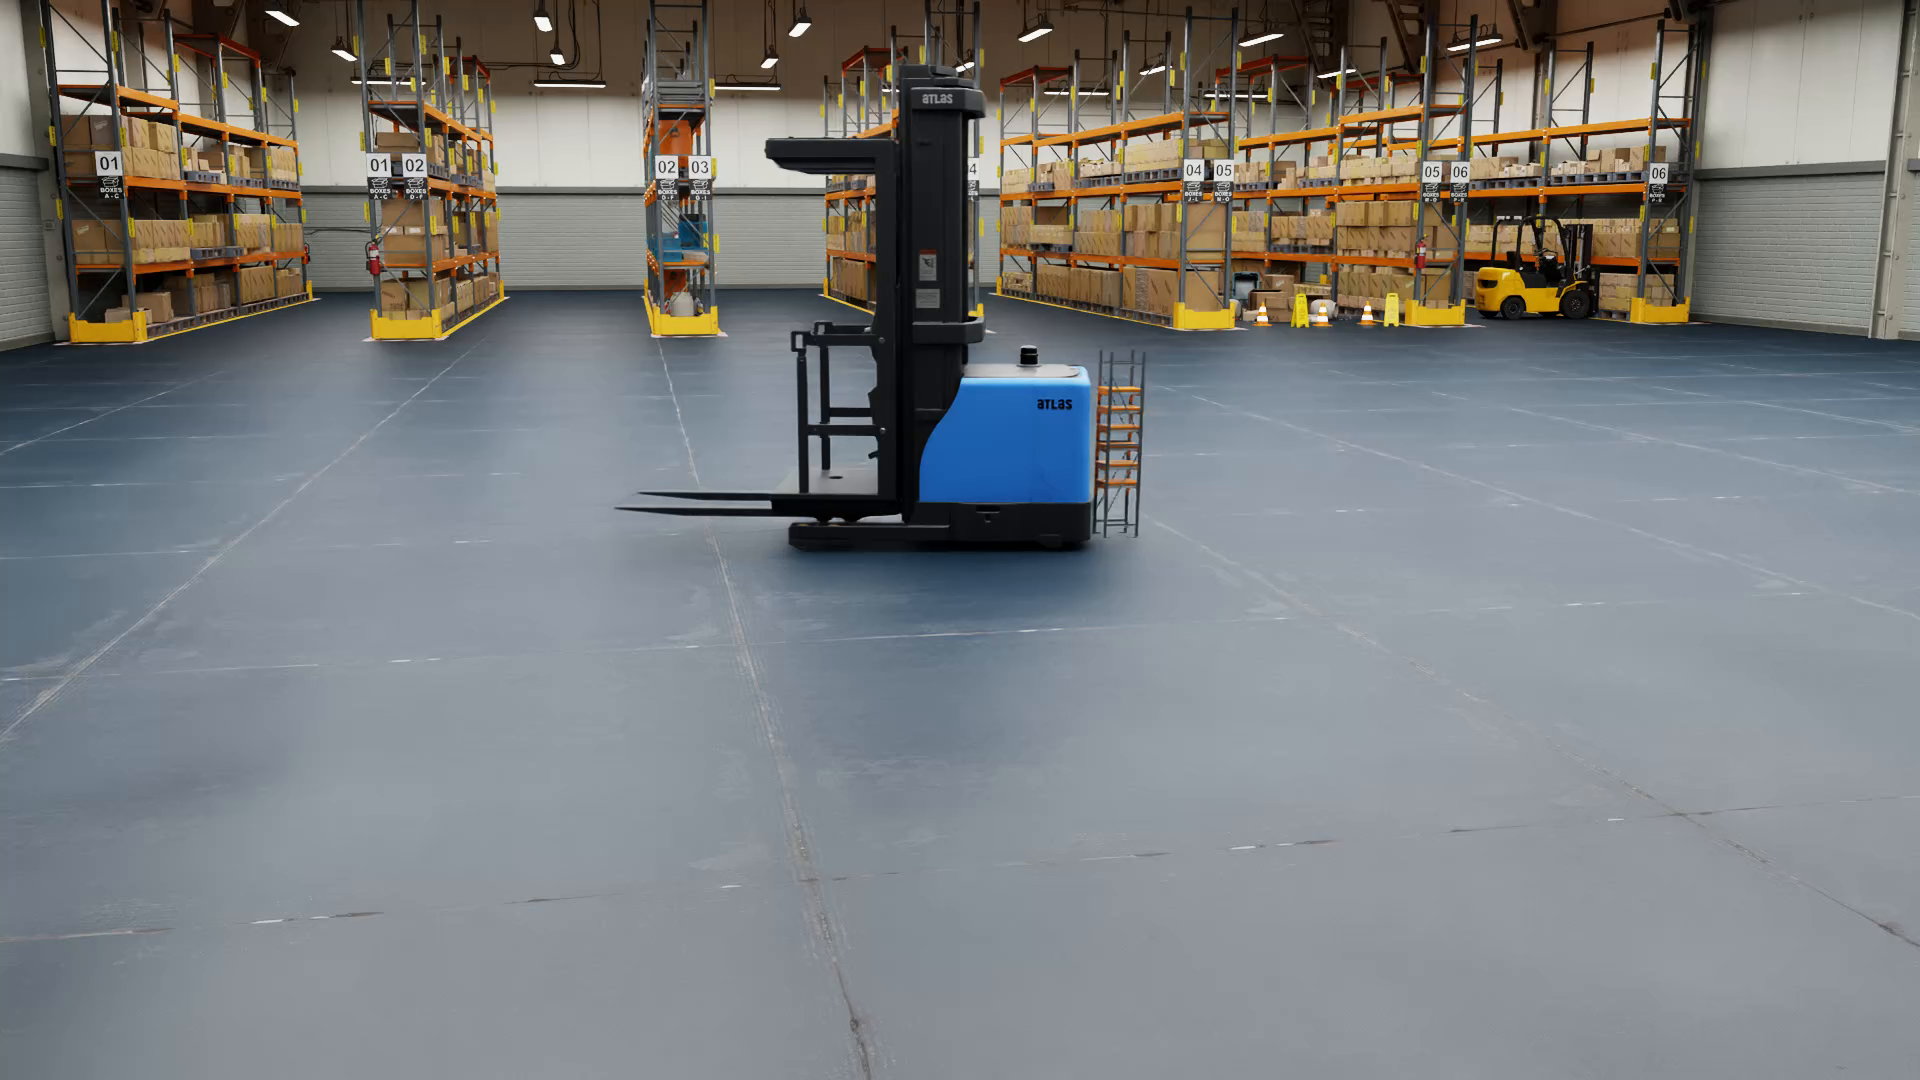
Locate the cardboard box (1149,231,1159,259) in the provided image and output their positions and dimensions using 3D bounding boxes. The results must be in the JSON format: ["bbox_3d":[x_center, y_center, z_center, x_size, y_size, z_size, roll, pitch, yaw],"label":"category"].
[{"bbox_3d":[4.371,-6.049,34.054,0.875,0.550,0.500,-2,11,-11],"label":"cardboard box"}]

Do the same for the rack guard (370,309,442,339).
[{"bbox_3d":[-9.853,-3.852,29.598,1.175,0.500,0.348,-2,11,-11],"label":"rack guard"}]

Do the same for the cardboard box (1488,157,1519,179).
[{"bbox_3d":[12.993,-8.903,39.767,0.500,0.500,0.500,-2,11,-10],"label":"cardboard box"}]

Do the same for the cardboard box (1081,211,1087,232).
[{"bbox_3d":[3.267,-7.531,39.299,0.700,0.500,0.500,-2,11,-11],"label":"cardboard box"}]

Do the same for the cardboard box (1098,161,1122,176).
[{"bbox_3d":[3.410,-8.338,37.308,0.500,0.311,0.500,-3,11,-13],"label":"cardboard box"}]

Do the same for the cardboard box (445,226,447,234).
[{"bbox_3d":[-10.373,-6.144,32.951,0.380,0.149,0.250,-2,11,-11],"label":"cardboard box"}]

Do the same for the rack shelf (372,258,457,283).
[{"bbox_3d":[-10.247,-5.098,31.382,1.077,0.370,4.000,-2,11,-11],"label":"rack shelf"}]

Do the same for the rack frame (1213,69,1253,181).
[{"bbox_3d":[7.247,-10.952,44.173,1.000,3.000,0.127,-2,11,-11],"label":"rack frame"}]

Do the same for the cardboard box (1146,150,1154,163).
[{"bbox_3d":[4.085,-7.763,33.654,0.500,0.250,0.500,-2,11,-10],"label":"cardboard box"}]

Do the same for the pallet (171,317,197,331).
[{"bbox_3d":[-15.329,-4.146,31.912,1.003,0.211,1.213,-2,11,-11],"label":"pallet"}]

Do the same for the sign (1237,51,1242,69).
[{"bbox_3d":[5.291,-9.109,31.564,0.100,0.325,0.005,-2,11,-11],"label":"sign"}]

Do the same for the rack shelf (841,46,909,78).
[{"bbox_3d":[-2.085,-11.504,40.108,1.077,0.370,4.000,-2,11,-11],"label":"rack shelf"}]

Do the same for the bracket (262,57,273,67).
[{"bbox_3d":[-18.773,-12.954,45.062,0.235,0.232,0.430,-2,11,-11],"label":"bracket"}]

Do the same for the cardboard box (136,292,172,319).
[{"bbox_3d":[-15.253,-4.437,31.492,0.500,0.500,0.500,-3,11,-15],"label":"cardboard box"}]

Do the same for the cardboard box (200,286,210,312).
[{"bbox_3d":[-15.863,-4.948,34.178,0.700,0.500,0.500,-2,11,-10],"label":"cardboard box"}]

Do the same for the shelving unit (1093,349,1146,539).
[{"bbox_3d":[1.024,-0.620,10.721,0.258,1.200,0.189,-2,10,-17],"label":"shelving unit"}]

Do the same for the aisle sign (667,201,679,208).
[{"bbox_3d":[-7.837,-9.499,45.630,0.394,0.787,0.004,-2,11,-11],"label":"aisle sign"}]

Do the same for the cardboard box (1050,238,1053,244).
[{"bbox_3d":[2.446,-7.418,41.195,0.380,0.149,0.250,-3,11,-14],"label":"cardboard box"}]

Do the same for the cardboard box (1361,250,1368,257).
[{"bbox_3d":[8.789,-6.110,35.449,0.380,0.149,0.250,-2,11,-11],"label":"cardboard box"}]

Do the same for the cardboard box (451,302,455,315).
[{"bbox_3d":[-10.331,-4.597,33.055,0.500,0.250,0.500,-2,11,-11],"label":"cardboard box"}]

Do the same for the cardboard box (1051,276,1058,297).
[{"bbox_3d":[2.589,-6.354,41.622,0.500,0.500,0.500,-3,11,-14],"label":"cardboard box"}]

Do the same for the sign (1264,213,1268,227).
[{"bbox_3d":[7.481,-7.820,40.662,0.100,0.325,0.005,-2,11,-11],"label":"sign"}]

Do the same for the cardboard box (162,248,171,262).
[{"bbox_3d":[-14.804,-5.222,30.458,0.500,0.250,0.500,-2,11,-10],"label":"cardboard box"}]

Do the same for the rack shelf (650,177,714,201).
[{"bbox_3d":[-5.387,-6.751,32.044,1.077,0.370,4.000,-2,11,-11],"label":"rack shelf"}]

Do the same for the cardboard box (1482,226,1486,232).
[{"bbox_3d":[12.936,-7.564,40.412,0.380,0.149,0.250,-2,11,-10],"label":"cardboard box"}]

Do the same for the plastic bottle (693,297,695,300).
[{"bbox_3d":[-5.368,-4.805,33.826,0.144,0.351,0.185,-2,11,-13],"label":"plastic bottle"}]

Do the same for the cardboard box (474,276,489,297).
[{"bbox_3d":[-11.815,-6.193,40.723,0.500,0.500,0.500,-2,11,-11],"label":"cardboard box"}]

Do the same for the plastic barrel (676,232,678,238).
[{"bbox_3d":[-5.890,-6.382,35.843,0.433,0.535,0.433,0,11,0],"label":"plastic barrel"}]

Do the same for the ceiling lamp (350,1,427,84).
[{"bbox_3d":[-15.873,-14.237,45.817,2.000,3.185,0.800,-2,11,-11],"label":"ceiling lamp"}]

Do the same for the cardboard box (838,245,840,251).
[{"bbox_3d":[-3.004,-7.707,43.838,0.380,0.149,0.250,-2,11,-10],"label":"cardboard box"}]

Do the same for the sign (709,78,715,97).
[{"bbox_3d":[-4.458,-8.128,29.890,0.100,0.325,0.005,-2,11,-11],"label":"sign"}]

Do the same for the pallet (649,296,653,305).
[{"bbox_3d":[-7.223,-5.952,41.403,1.003,0.211,1.213,-2,11,-11],"label":"pallet"}]

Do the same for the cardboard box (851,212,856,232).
[{"bbox_3d":[-2.341,-8.070,42.123,0.797,0.503,0.637,-2,11,-12],"label":"cardboard box"}]

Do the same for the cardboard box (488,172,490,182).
[{"bbox_3d":[-12.325,-9.304,42.601,0.500,0.250,0.500,-2,11,-11],"label":"cardboard box"}]

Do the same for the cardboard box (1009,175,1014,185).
[{"bbox_3d":[1.653,-9.907,45.767,0.500,0.250,0.500,-2,11,-10],"label":"cardboard box"}]

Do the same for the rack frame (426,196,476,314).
[{"bbox_3d":[-11.414,-6.552,37.096,1.000,3.000,0.127,-2,11,-11],"label":"rack frame"}]

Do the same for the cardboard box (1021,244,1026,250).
[{"bbox_3d":[1.867,-7.919,44.950,0.380,0.149,0.250,-3,11,-13],"label":"cardboard box"}]

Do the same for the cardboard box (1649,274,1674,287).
[{"bbox_3d":[14.541,-5.427,34.746,0.500,0.250,0.500,-2,11,-12],"label":"cardboard box"}]

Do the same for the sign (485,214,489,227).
[{"bbox_3d":[-11.648,-7.875,40.952,0.100,0.325,0.005,-2,11,-11],"label":"sign"}]

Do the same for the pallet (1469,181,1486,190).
[{"bbox_3d":[13.113,-8.712,40.931,1.213,0.211,1.003,-2,11,-8],"label":"pallet"}]

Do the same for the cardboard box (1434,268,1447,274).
[{"bbox_3d":[12.457,-6.930,42.912,0.380,0.149,0.250,-2,11,-13],"label":"cardboard box"}]

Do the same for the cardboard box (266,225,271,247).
[{"bbox_3d":[-16.713,-7.234,39.565,0.500,0.500,0.500,-2,11,-12],"label":"cardboard box"}]

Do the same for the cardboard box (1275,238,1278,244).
[{"bbox_3d":[7.906,-7.288,40.515,0.380,0.149,0.250,-3,11,-14],"label":"cardboard box"}]

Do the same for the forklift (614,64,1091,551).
[{"bbox_3d":[-0.674,-1.472,10.590,3.031,2.935,1.130,1,11,3],"label":"forklift"}]

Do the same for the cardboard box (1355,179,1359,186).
[{"bbox_3d":[8.776,-7.731,35.940,0.380,0.149,0.250,-2,11,-11],"label":"cardboard box"}]

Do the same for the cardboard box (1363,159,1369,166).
[{"bbox_3d":[8.788,-8.022,35.338,0.380,0.149,0.250,-2,11,-13],"label":"cardboard box"}]

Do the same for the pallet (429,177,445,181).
[{"bbox_3d":[-10.820,-7.359,33.827,0.805,0.209,1.217,-3,11,-13],"label":"pallet"}]

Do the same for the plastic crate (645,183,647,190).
[{"bbox_3d":[-7.711,-8.901,41.984,0.450,0.188,0.662,-2,11,-11],"label":"plastic crate"}]

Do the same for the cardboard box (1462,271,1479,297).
[{"bbox_3d":[13.001,-6.378,41.410,0.875,0.625,0.625,-2,11,-9],"label":"cardboard box"}]

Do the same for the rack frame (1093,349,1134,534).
[{"bbox_3d":[0.997,-0.635,10.807,0.240,1.200,0.006,-2,10,-17],"label":"rack frame"}]

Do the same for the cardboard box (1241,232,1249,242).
[{"bbox_3d":[7.459,-7.710,42.247,0.500,0.250,0.500,-2,11,-12],"label":"cardboard box"}]

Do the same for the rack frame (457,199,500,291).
[{"bbox_3d":[-12.970,-8.019,44.805,1.000,3.000,0.127,-2,11,-11],"label":"rack frame"}]

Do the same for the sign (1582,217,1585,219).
[{"bbox_3d":[14.215,-7.204,37.996,0.100,0.325,0.005,-2,11,-11],"label":"sign"}]

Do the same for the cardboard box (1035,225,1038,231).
[{"bbox_3d":[2.144,-7.995,42.636,0.380,0.149,0.250,-2,11,-11],"label":"cardboard box"}]
